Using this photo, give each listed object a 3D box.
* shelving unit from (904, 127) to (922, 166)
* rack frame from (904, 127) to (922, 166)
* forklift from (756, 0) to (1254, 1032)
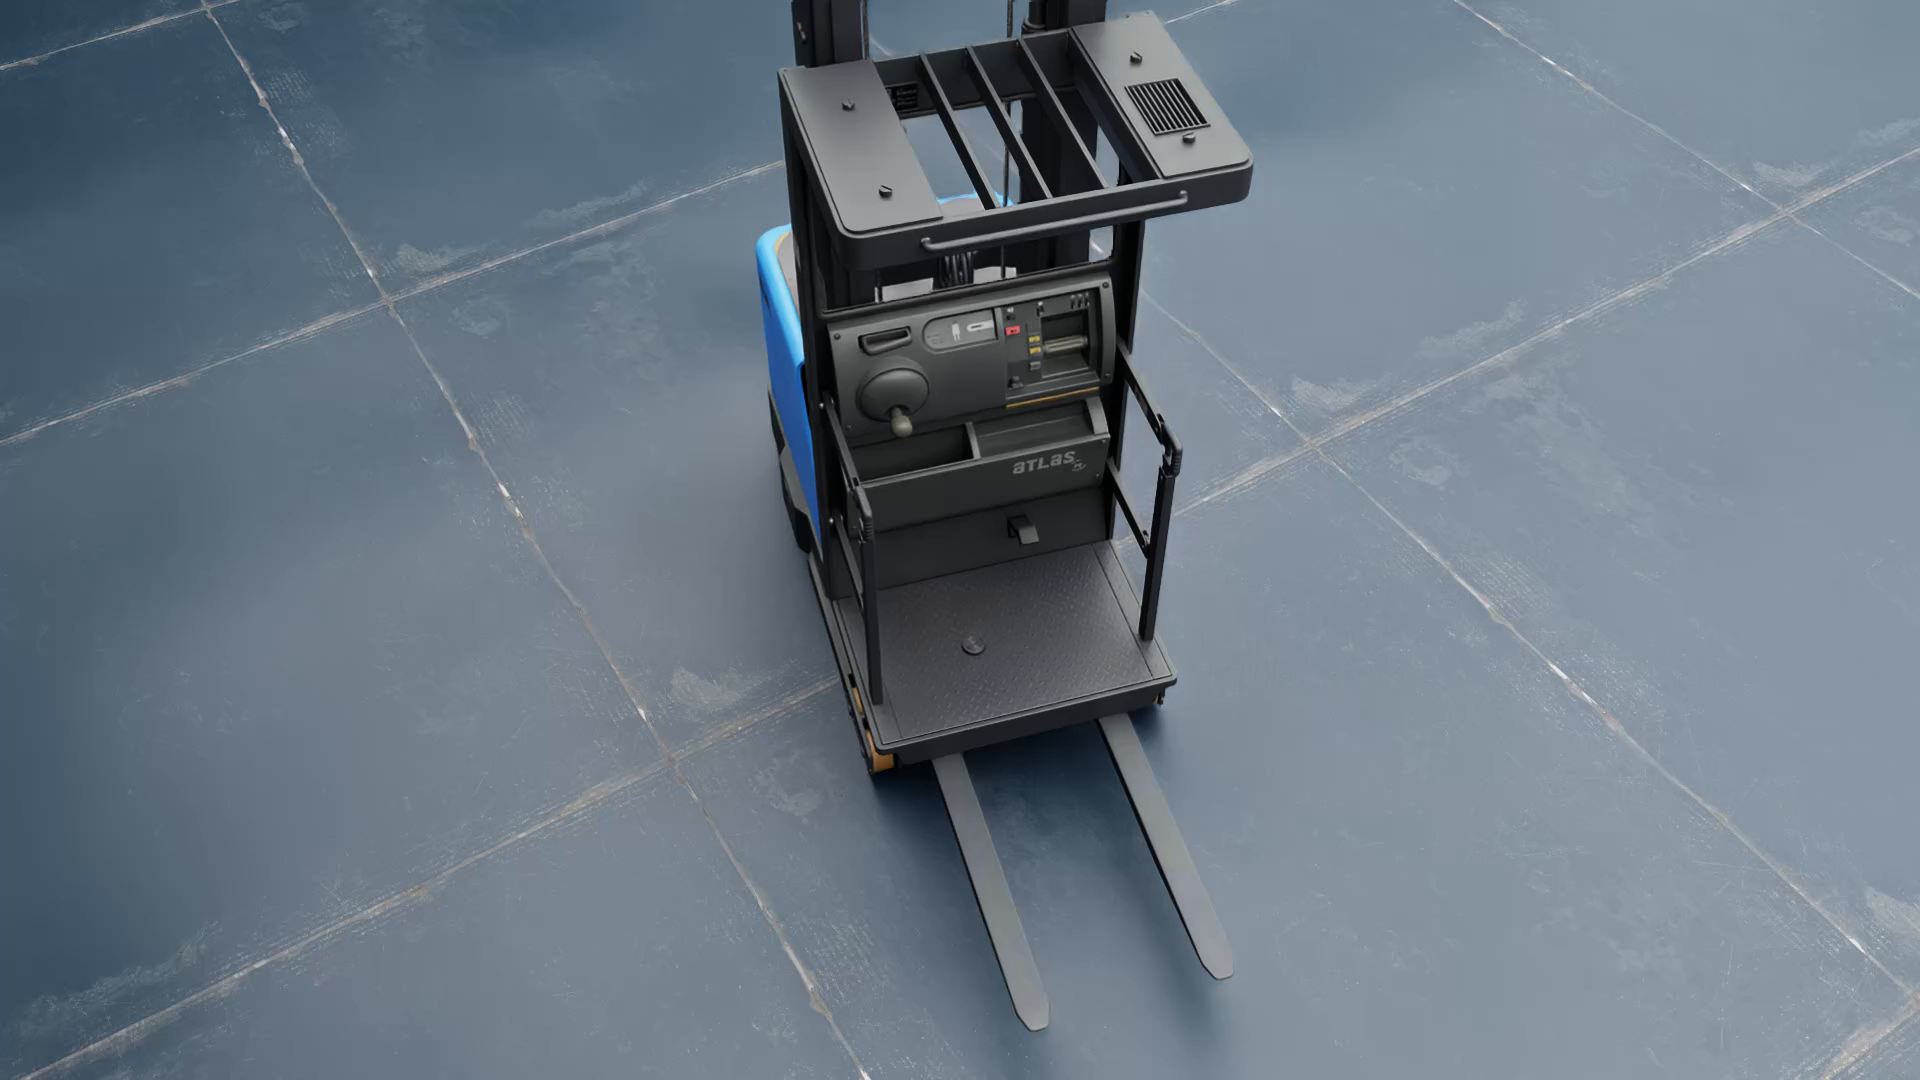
[{"bbox_3d":[-0.272,-1.118,6.887,0.189,1.200,0.258,-12,49,-11],"label":"shelving unit"},{"bbox_3d":[-0.184,-1.137,6.904,0.006,1.200,0.240,-12,49,-11],"label":"rack frame"},{"bbox_3d":[0.111,-0.483,5.163,1.130,2.935,3.031,-12,49,-11],"label":"forklift"}]
